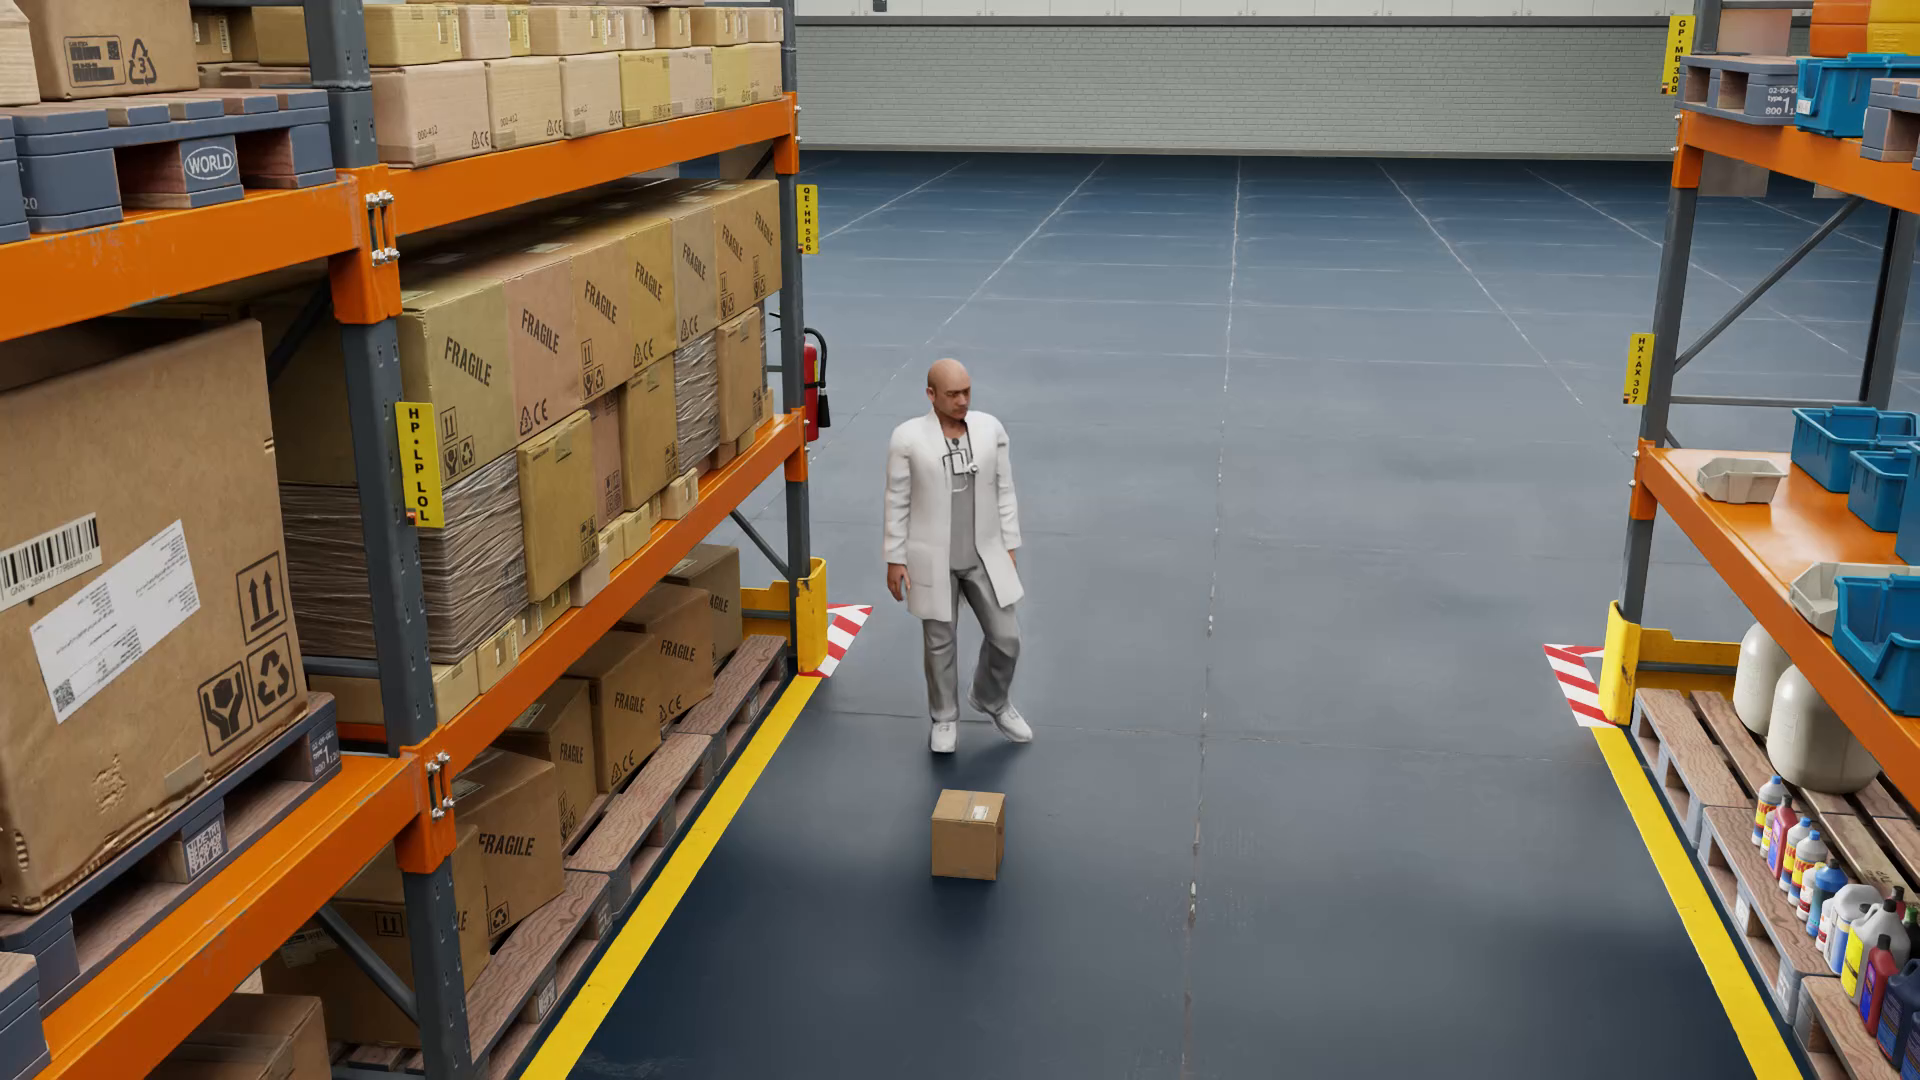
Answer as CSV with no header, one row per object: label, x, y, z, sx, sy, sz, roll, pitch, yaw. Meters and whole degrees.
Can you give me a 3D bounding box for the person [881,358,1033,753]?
person,-0.001,0.080,7.277,0.680,1.781,0.467,-5,18,-14
